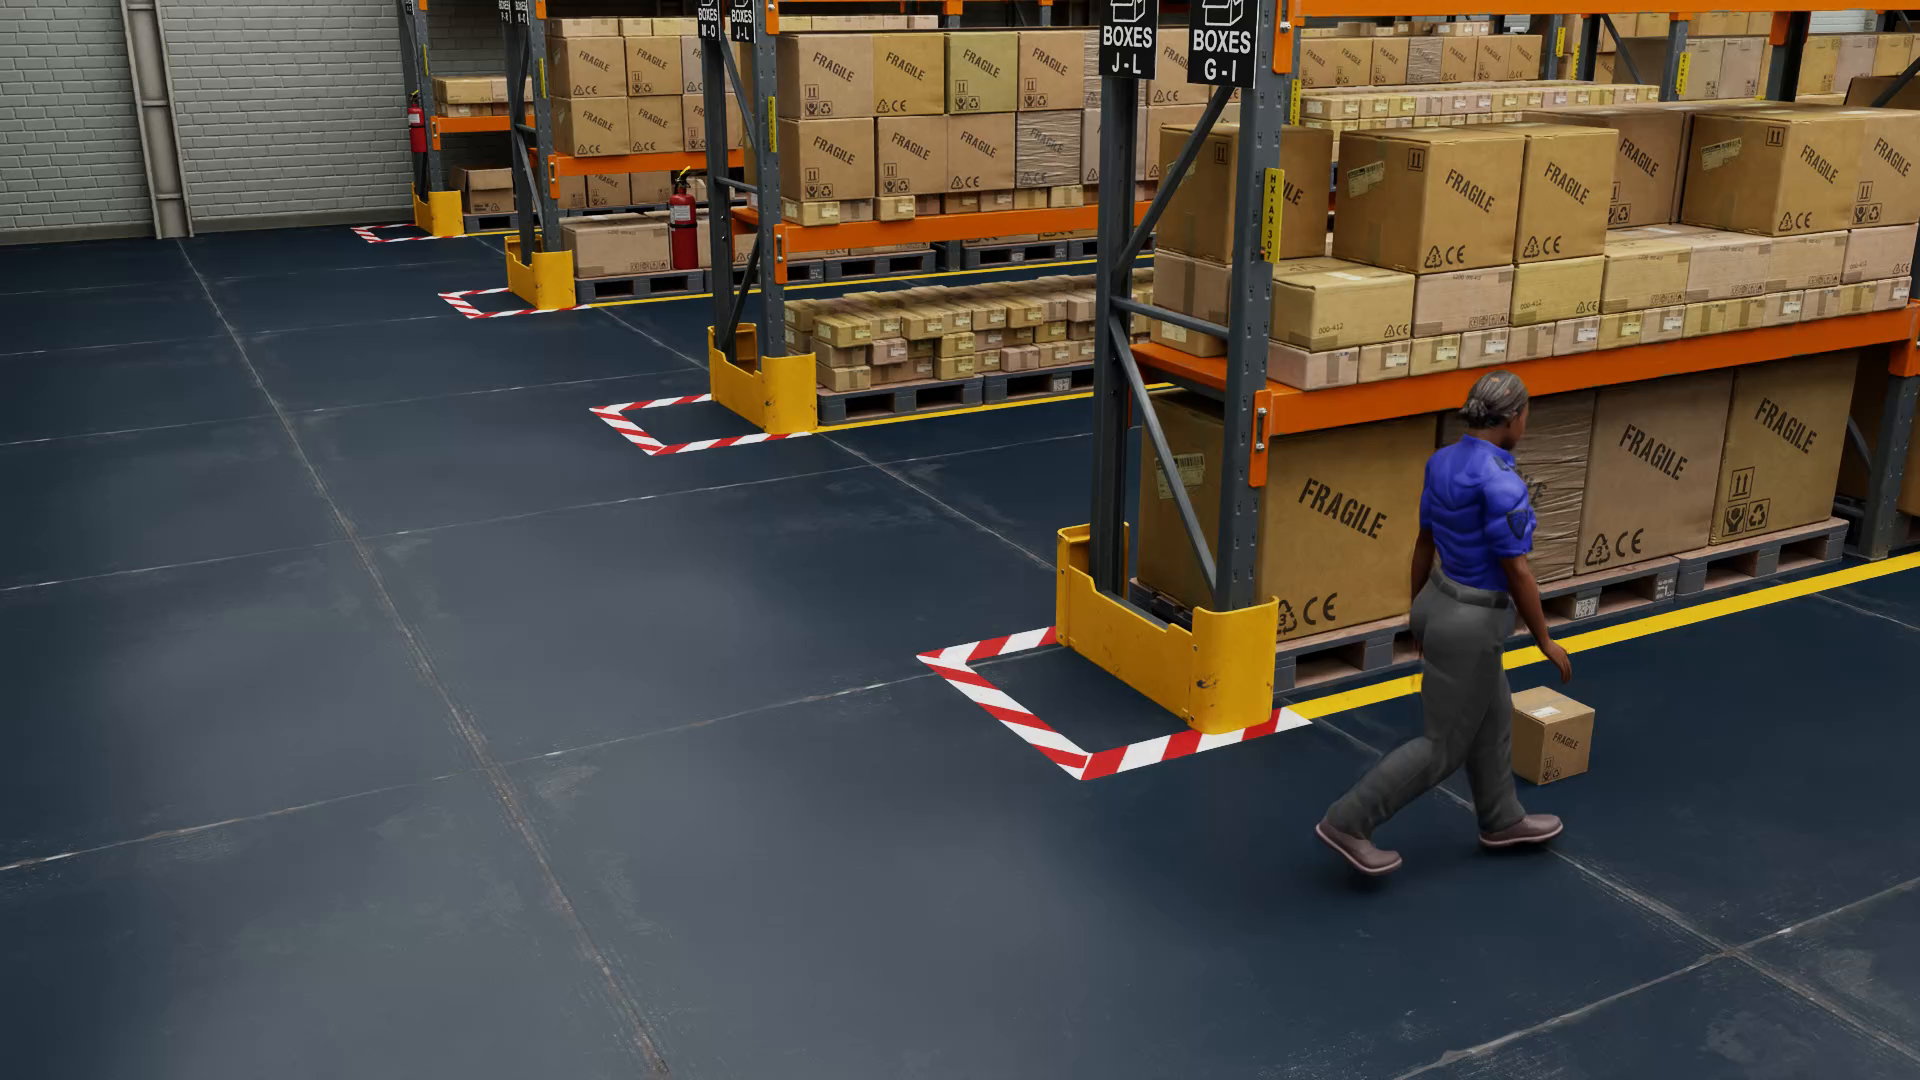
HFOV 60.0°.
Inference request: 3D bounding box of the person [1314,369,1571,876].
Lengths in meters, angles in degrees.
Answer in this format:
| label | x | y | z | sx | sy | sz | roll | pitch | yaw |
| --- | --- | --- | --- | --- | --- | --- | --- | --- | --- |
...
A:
| label | x | y | z | sx | sy | sz | roll | pitch | yaw |
| --- | --- | --- | --- | --- | --- | --- | --- | --- | --- |
| person | 1.589 | 0.276 | 5.229 | 0.902 | 1.617 | 0.481 | -2 | 19 | -6 |
